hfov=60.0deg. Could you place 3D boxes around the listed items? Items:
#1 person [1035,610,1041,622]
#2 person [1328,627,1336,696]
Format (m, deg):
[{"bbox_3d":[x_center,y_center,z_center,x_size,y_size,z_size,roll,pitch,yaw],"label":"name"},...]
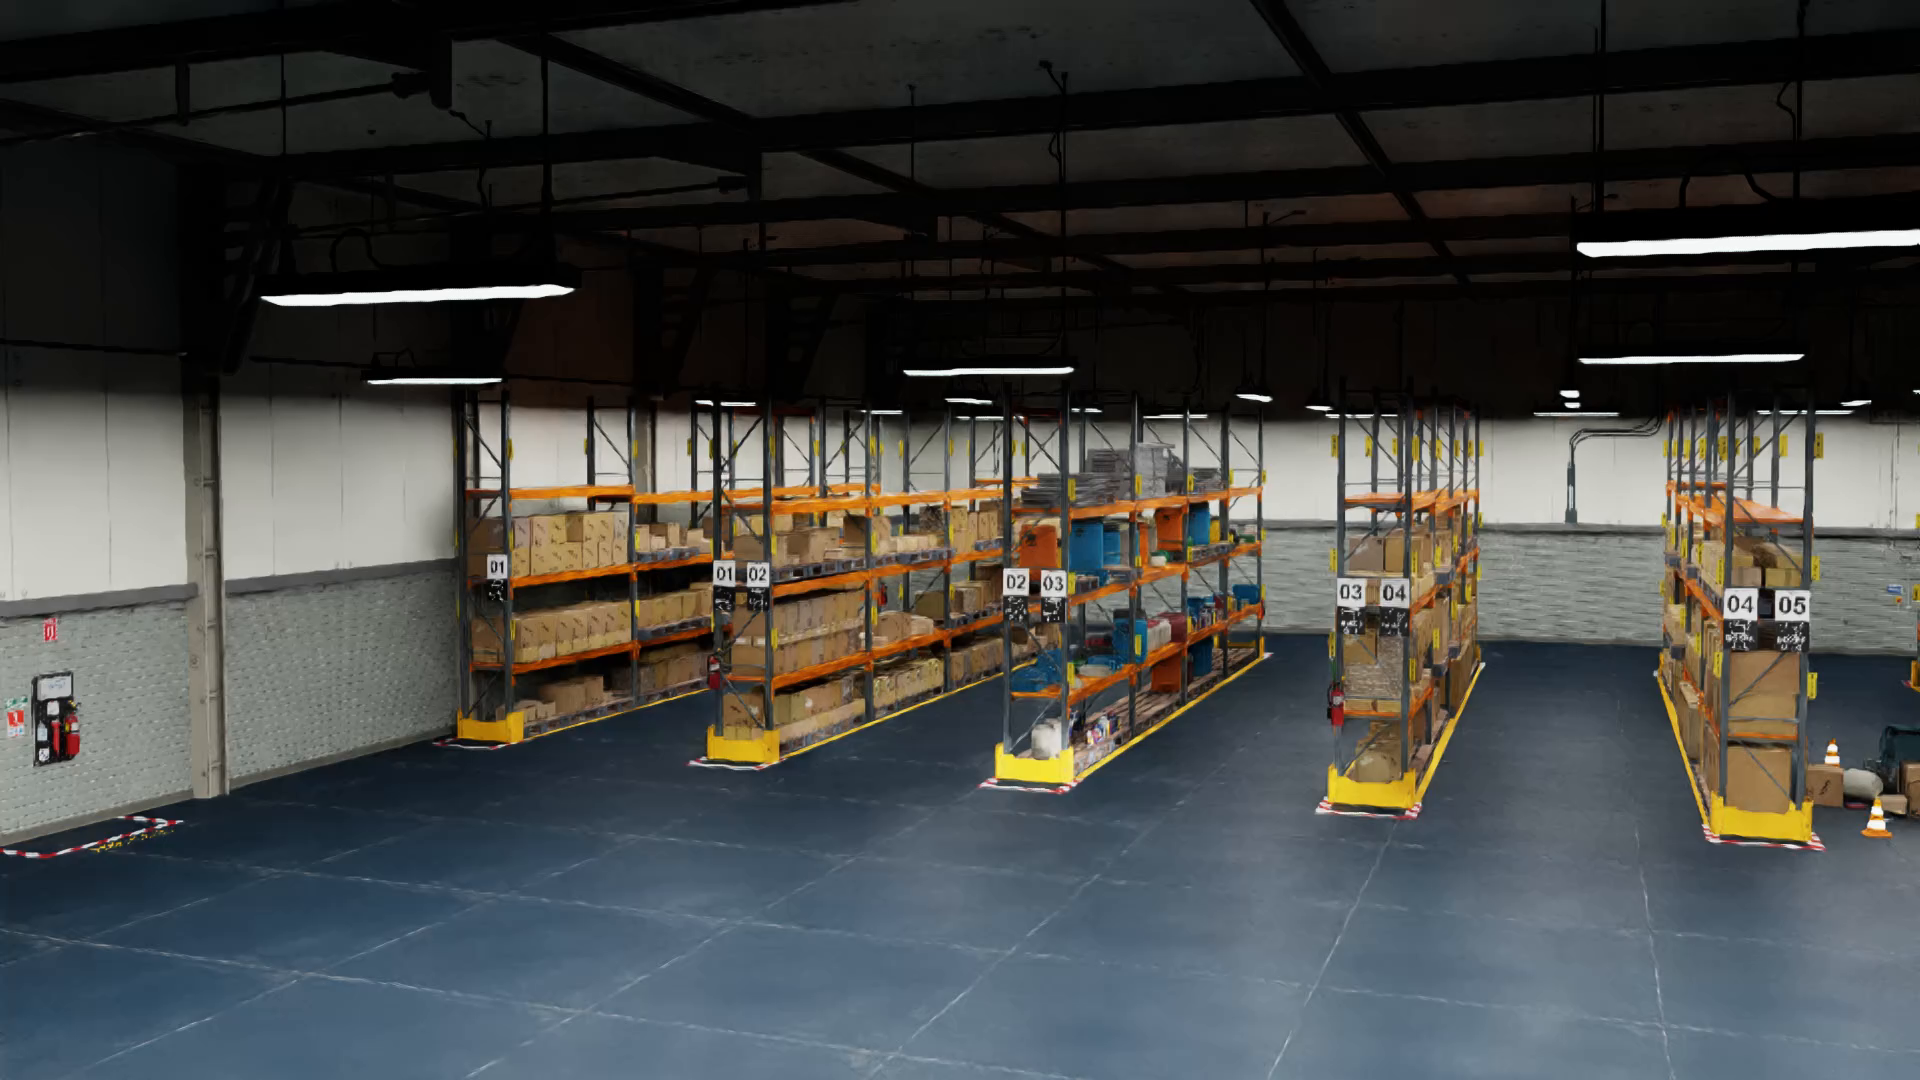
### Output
[{"bbox_3d":[2.118,1.803,43.277,0.708,1.653,0.506,-2,4,-27],"label":"person"},{"bbox_3d":[7.682,2.310,33.227,0.677,1.742,0.552,1,3,19],"label":"person"}]
